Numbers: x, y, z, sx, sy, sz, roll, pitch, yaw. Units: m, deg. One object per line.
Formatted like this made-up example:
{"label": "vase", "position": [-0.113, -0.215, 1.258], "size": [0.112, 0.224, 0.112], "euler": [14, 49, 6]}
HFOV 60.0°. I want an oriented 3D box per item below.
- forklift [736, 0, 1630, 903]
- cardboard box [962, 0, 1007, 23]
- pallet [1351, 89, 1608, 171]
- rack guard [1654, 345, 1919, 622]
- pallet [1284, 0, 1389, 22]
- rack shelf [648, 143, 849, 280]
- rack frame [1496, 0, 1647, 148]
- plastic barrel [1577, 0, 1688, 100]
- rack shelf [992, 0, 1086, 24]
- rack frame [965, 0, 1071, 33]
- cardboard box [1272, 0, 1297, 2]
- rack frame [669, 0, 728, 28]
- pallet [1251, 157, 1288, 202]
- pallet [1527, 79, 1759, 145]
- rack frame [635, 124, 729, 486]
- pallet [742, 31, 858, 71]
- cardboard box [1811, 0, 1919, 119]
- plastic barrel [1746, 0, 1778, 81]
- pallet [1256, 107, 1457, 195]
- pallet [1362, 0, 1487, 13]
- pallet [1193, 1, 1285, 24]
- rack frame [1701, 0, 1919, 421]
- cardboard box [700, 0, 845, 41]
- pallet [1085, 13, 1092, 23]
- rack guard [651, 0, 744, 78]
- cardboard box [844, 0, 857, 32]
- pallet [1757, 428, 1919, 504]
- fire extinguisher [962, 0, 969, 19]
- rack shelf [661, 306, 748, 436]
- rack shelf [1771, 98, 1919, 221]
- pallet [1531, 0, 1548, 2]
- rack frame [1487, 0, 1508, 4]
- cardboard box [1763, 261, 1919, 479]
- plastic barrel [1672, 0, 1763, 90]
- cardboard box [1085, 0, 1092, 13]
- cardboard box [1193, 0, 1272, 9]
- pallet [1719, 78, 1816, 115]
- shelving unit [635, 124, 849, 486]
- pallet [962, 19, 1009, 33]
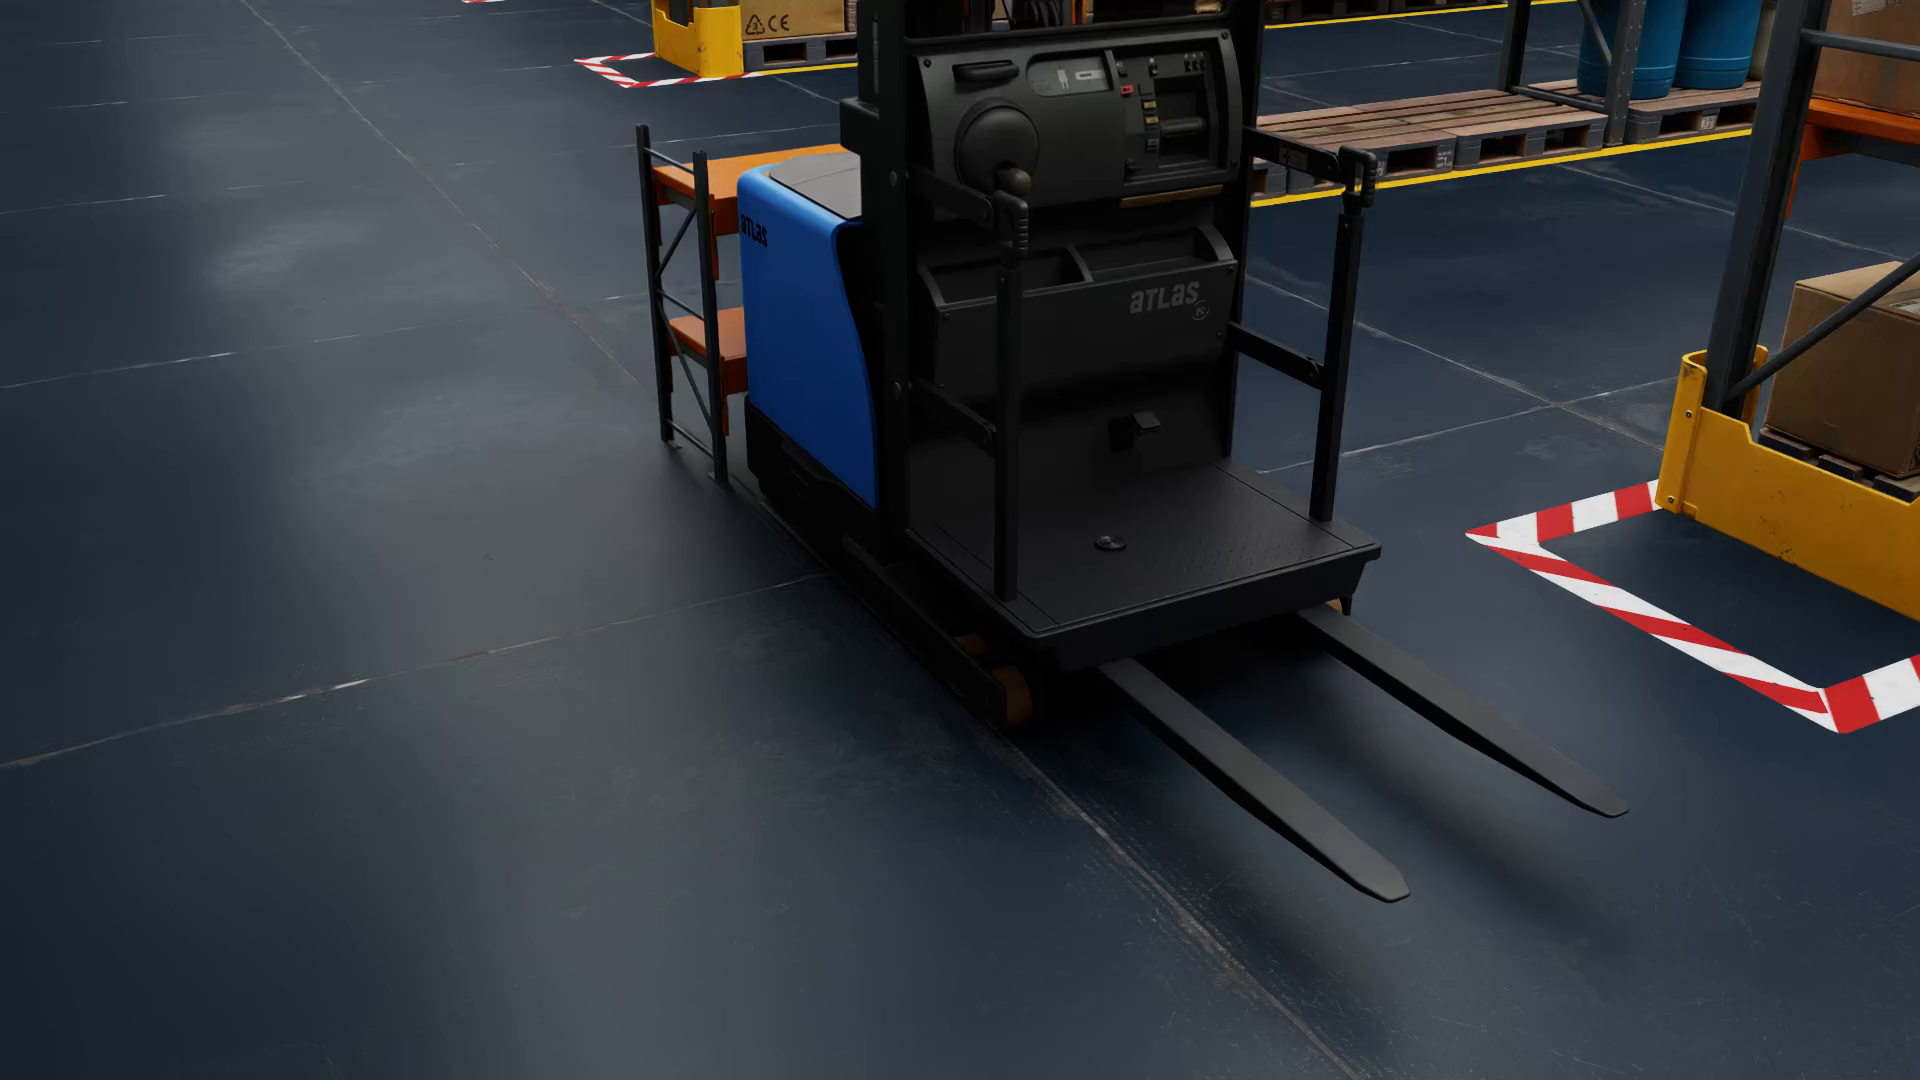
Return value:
{"label": "forklift", "position": [0.423, -1.057, 4.065], "size": [1.130, 2.935, 3.031], "euler": [-13, 29, -25]}
{"label": "cardboard box", "position": [0.095, -4.824, 13.801], "size": [0.875, 0.875, 0.875], "euler": [-13, 29, -25]}
{"label": "pallet", "position": [3.209, -2.566, 10.351], "size": [1.213, 0.211, 1.003], "euler": [-13, 29, -25]}
{"label": "rack guard", "position": [2.705, -0.169, 5.025], "size": [0.348, 0.500, 1.175], "euler": [-13, 29, -25]}
{"label": "pallet", "position": [3.232, -5.059, 15.542], "size": [1.213, 0.211, 1.003], "euler": [-13, 29, -25]}
{"label": "rack shelf", "position": [-0.504, -1.167, 5.705], "size": [1.000, 0.278, 0.538], "euler": [-15, 30, -29]}
{"label": "rack frame", "position": [3.840, -3.988, 10.091], "size": [0.127, 3.000, 1.000], "euler": [-13, 29, -25]}
{"label": "plastic barrel", "position": [4.328, -3.336, 10.671], "size": [0.708, 0.901, 0.600], "euler": [-13, 29, -25]}
{"label": "rack shelf", "position": [2.075, -3.256, 9.398], "size": [4.000, 0.370, 1.077], "euler": [-13, 29, -25]}
{"label": "rack frame", "position": [0.310, -3.173, 8.394], "size": [0.127, 3.000, 1.000], "euler": [-13, 29, -25]}
{"label": "cardboard box", "position": [2.853, -5.431, 15.067], "size": [0.875, 0.875, 1.225], "euler": [-14, 29, -27]}
{"label": "rack frame", "position": [-2.020, -5.065, 12.334], "size": [0.127, 3.000, 1.000], "euler": [-13, 29, -25]}
{"label": "pallet", "position": [1.056, -2.069, 9.316], "size": [1.213, 0.211, 1.003], "euler": [-13, 29, -25]}
{"label": "pallet", "position": [4.540, -2.872, 10.988], "size": [1.213, 0.211, 1.003], "euler": [-13, 29, -25]}
{"label": "rack frame", "position": [-0.932, -0.785, 5.585], "size": [0.032, 1.125, 0.500], "euler": [-15, 30, -29]}
{"label": "pallet", "position": [-1.352, -4.001, 13.339], "size": [1.213, 0.211, 1.003], "euler": [-13, 29, -25]}
{"label": "cardboard box", "position": [2.905, -1.521, 4.837], "size": [0.500, 0.500, 0.500], "euler": [-12, 28, -24]}
{"label": "plastic barrel", "position": [5.493, -3.385, 11.224], "size": [0.421, 0.512, 0.421], "euler": [0, 26, 0]}
{"label": "pallet", "position": [2.131, -2.316, 9.830], "size": [1.213, 0.211, 1.003], "euler": [-13, 29, -25]}
{"label": "pallet", "position": [4.308, -5.305, 16.056], "size": [1.213, 0.211, 1.003], "euler": [-13, 29, -25]}
{"label": "pallet", "position": [2.155, -4.808, 15.021], "size": [1.213, 0.211, 1.003], "euler": [-13, 29, -25]}
{"label": "rack frame", "position": [2.638, -1.281, 4.452], "size": [0.127, 3.000, 1.000], "euler": [-13, 29, -25]}
{"label": "cardboard box", "position": [-1.493, -4.457, 13.038], "size": [0.875, 0.875, 0.875], "euler": [-13, 29, -25]}
{"label": "pallet", "position": [0.801, -4.498, 14.374], "size": [1.213, 0.211, 1.003], "euler": [-13, 29, -25]}
{"label": "rack guard", "position": [-2.041, -3.933, 12.864], "size": [0.348, 0.500, 1.175], "euler": [-13, 29, -25]}
{"label": "cardboard box", "position": [-0.690, -4.643, 13.424], "size": [0.875, 0.875, 0.875], "euler": [-13, 29, -25]}
{"label": "pallet", "position": [3.408, -0.202, 5.427], "size": [1.213, 0.211, 1.003], "euler": [-13, 29, -25]}
{"label": "fire extinguisher", "position": [-0.037, -3.113, 8.789], "size": [0.183, 0.674, 0.296], "euler": [-13, 29, -25]}
{"label": "rack shelf", "position": [-0.504, -0.683, 5.937], "size": [1.000, 0.278, 0.538], "euler": [-15, 30, -29]}
{"label": "rack shelf", "position": [4.403, -1.364, 5.456], "size": [4.000, 0.370, 1.077], "euler": [-13, 29, -25]}
{"label": "pallet", "position": [5.729, -5.596, 16.661], "size": [1.213, 0.211, 1.003], "euler": [-13, 29, -25]}
{"label": "rack frame", "position": [5.039, -6.694, 15.727], "size": [0.127, 3.000, 1.000], "euler": [-13, 29, -25]}
{"label": "cardboard box", "position": [3.002, -0.557, 5.325], "size": [0.500, 0.500, 0.500], "euler": [-13, 29, -25]}
{"label": "plastic barrel", "position": [4.953, -3.480, 10.972], "size": [0.708, 0.901, 0.600], "euler": [-13, 29, -25]}
{"label": "cardboard box", "position": [0.889, -5.007, 14.183], "size": [0.875, 0.875, 0.875], "euler": [-13, 29, -25]}
{"label": "cardboard box", "position": [2.065, -5.249, 14.687], "size": [0.875, 0.875, 1.225], "euler": [-13, 29, -25]}
{"label": "pallet", "position": [5.618, -3.122, 11.509], "size": [1.213, 0.211, 1.003], "euler": [-13, 29, -25]}
{"label": "shelving unit", "position": [-0.504, -0.903, 5.832], "size": [1.048, 1.125, 0.538], "euler": [-15, 30, -29]}
{"label": "pallet", "position": [-0.276, -4.247, 13.853], "size": [1.213, 0.211, 1.003], "euler": [-13, 29, -25]}
